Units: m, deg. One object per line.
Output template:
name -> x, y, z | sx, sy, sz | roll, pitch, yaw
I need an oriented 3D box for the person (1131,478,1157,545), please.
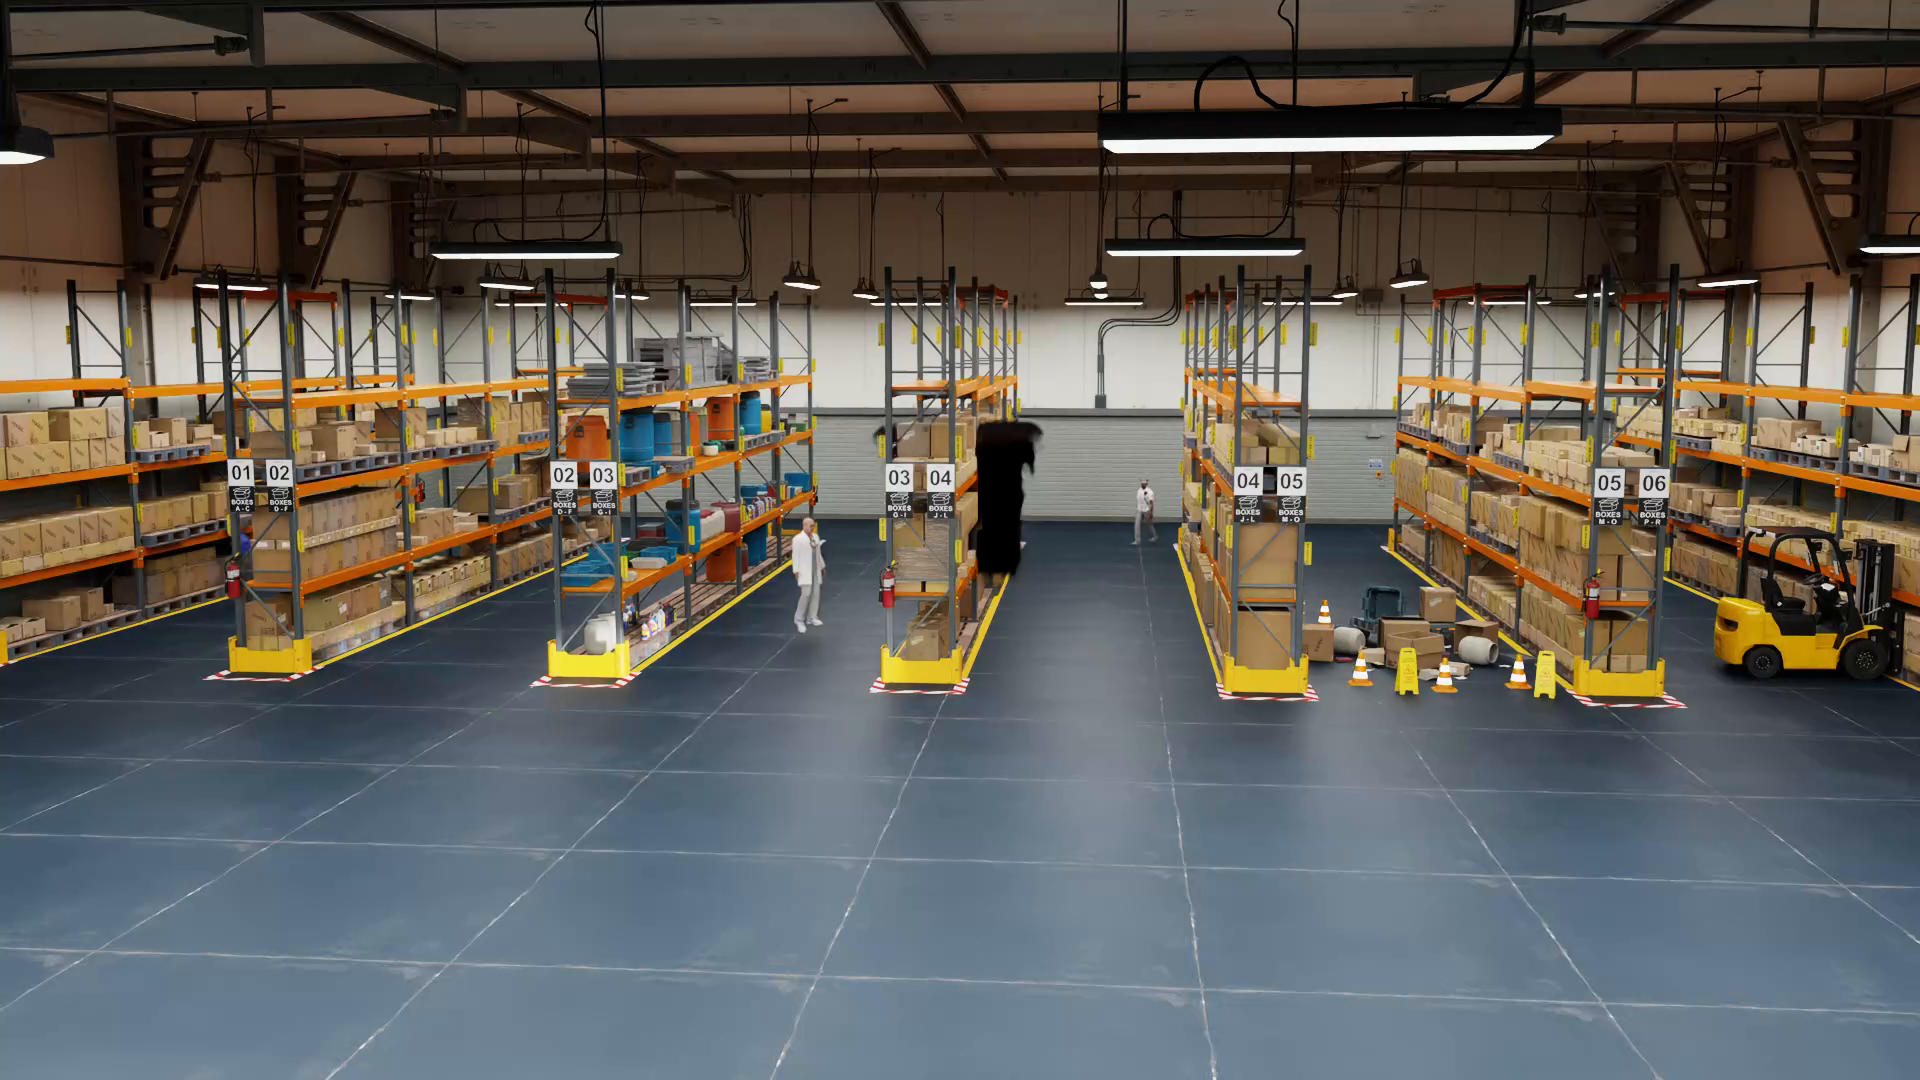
person -> 4.446, -0.695, 40.247 | 0.566, 1.627, 0.909 | 5, 9, 36

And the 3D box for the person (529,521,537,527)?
person -> -11.297, -1.072, 43.057 | 0.982, 1.731, 0.638 | 3, 8, 25

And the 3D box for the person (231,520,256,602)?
person -> -13.342, 0.417, 31.049 | 0.588, 1.626, 0.478 | -2, 7, -16

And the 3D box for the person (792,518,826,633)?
person -> -2.440, 0.559, 27.292 | 0.424, 1.857, 0.629 | 6, 9, 40
